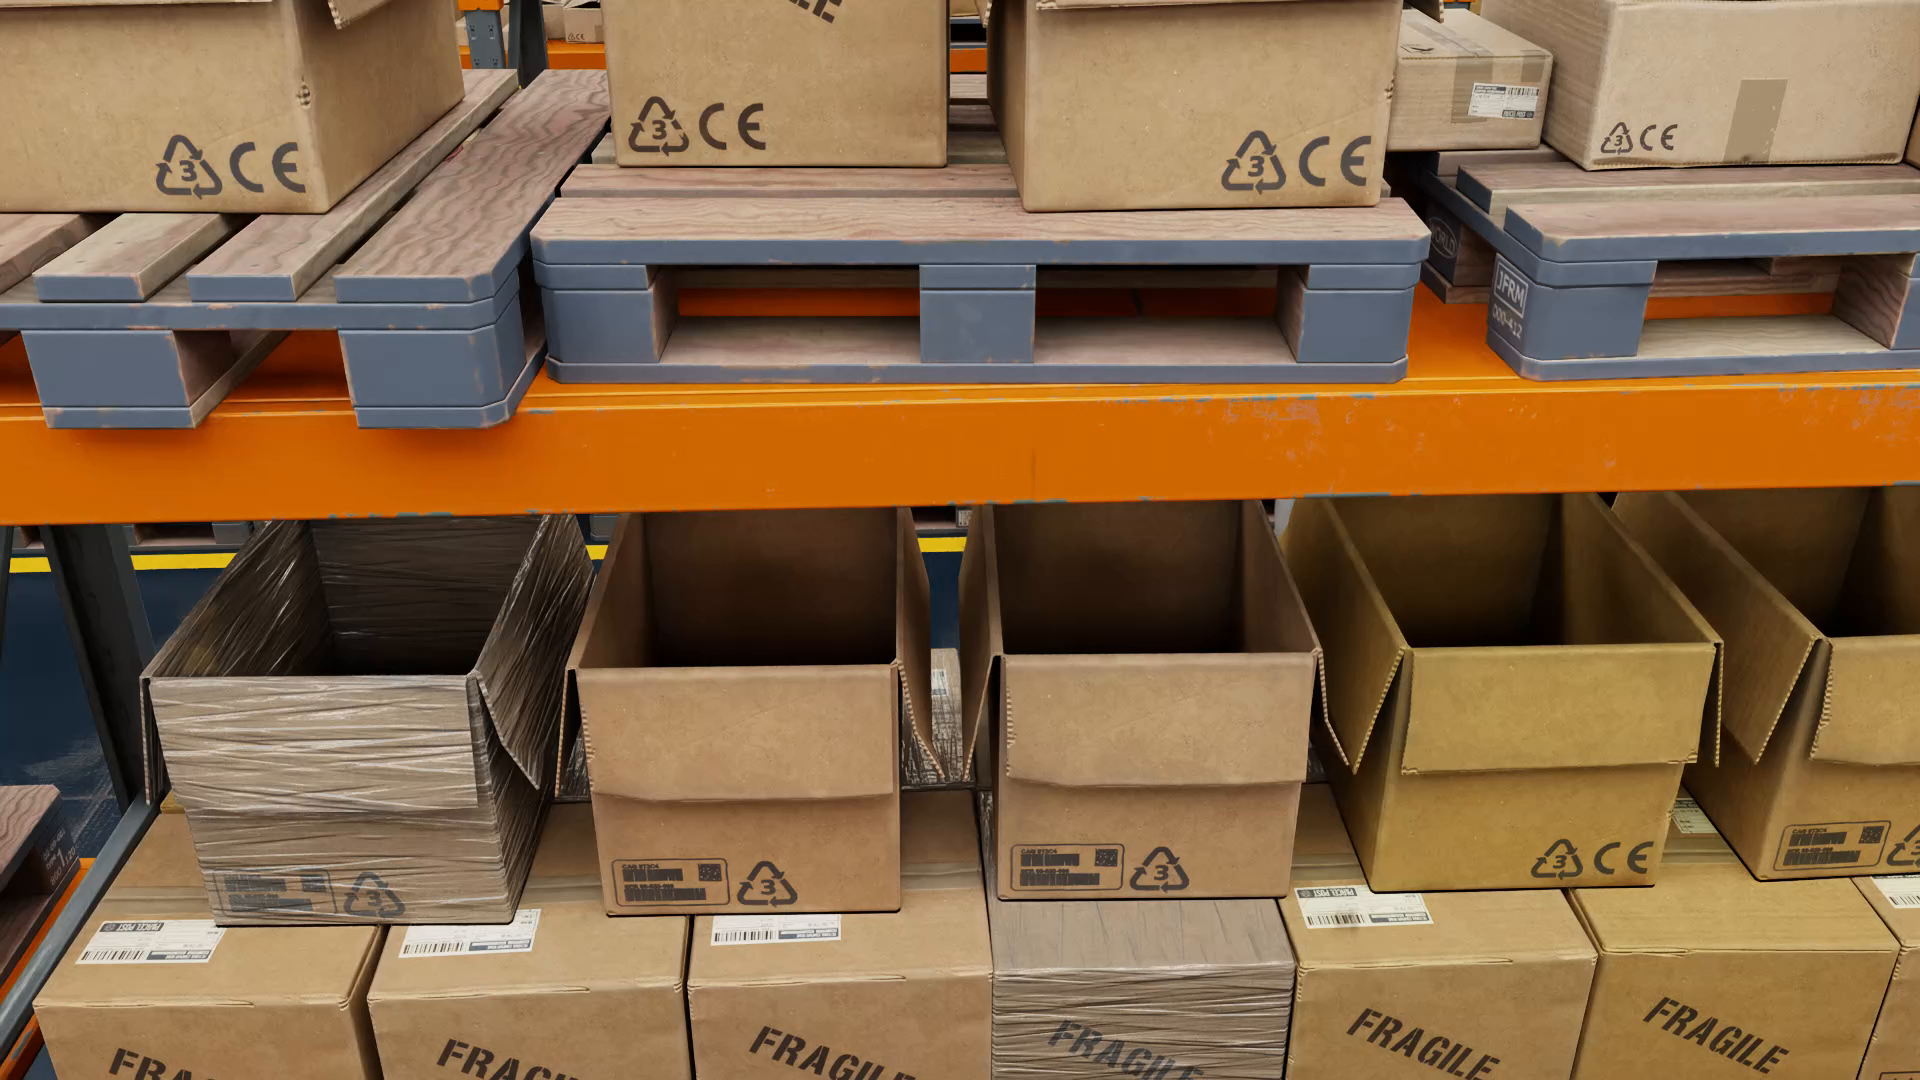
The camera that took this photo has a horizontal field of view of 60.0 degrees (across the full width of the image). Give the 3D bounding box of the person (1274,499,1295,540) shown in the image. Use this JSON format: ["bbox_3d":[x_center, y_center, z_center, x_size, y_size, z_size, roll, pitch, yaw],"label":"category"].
[{"bbox_3d":[1.312,0.062,6.004,0.356,1.672,0.514,-3,28,-5],"label":"person"}]
